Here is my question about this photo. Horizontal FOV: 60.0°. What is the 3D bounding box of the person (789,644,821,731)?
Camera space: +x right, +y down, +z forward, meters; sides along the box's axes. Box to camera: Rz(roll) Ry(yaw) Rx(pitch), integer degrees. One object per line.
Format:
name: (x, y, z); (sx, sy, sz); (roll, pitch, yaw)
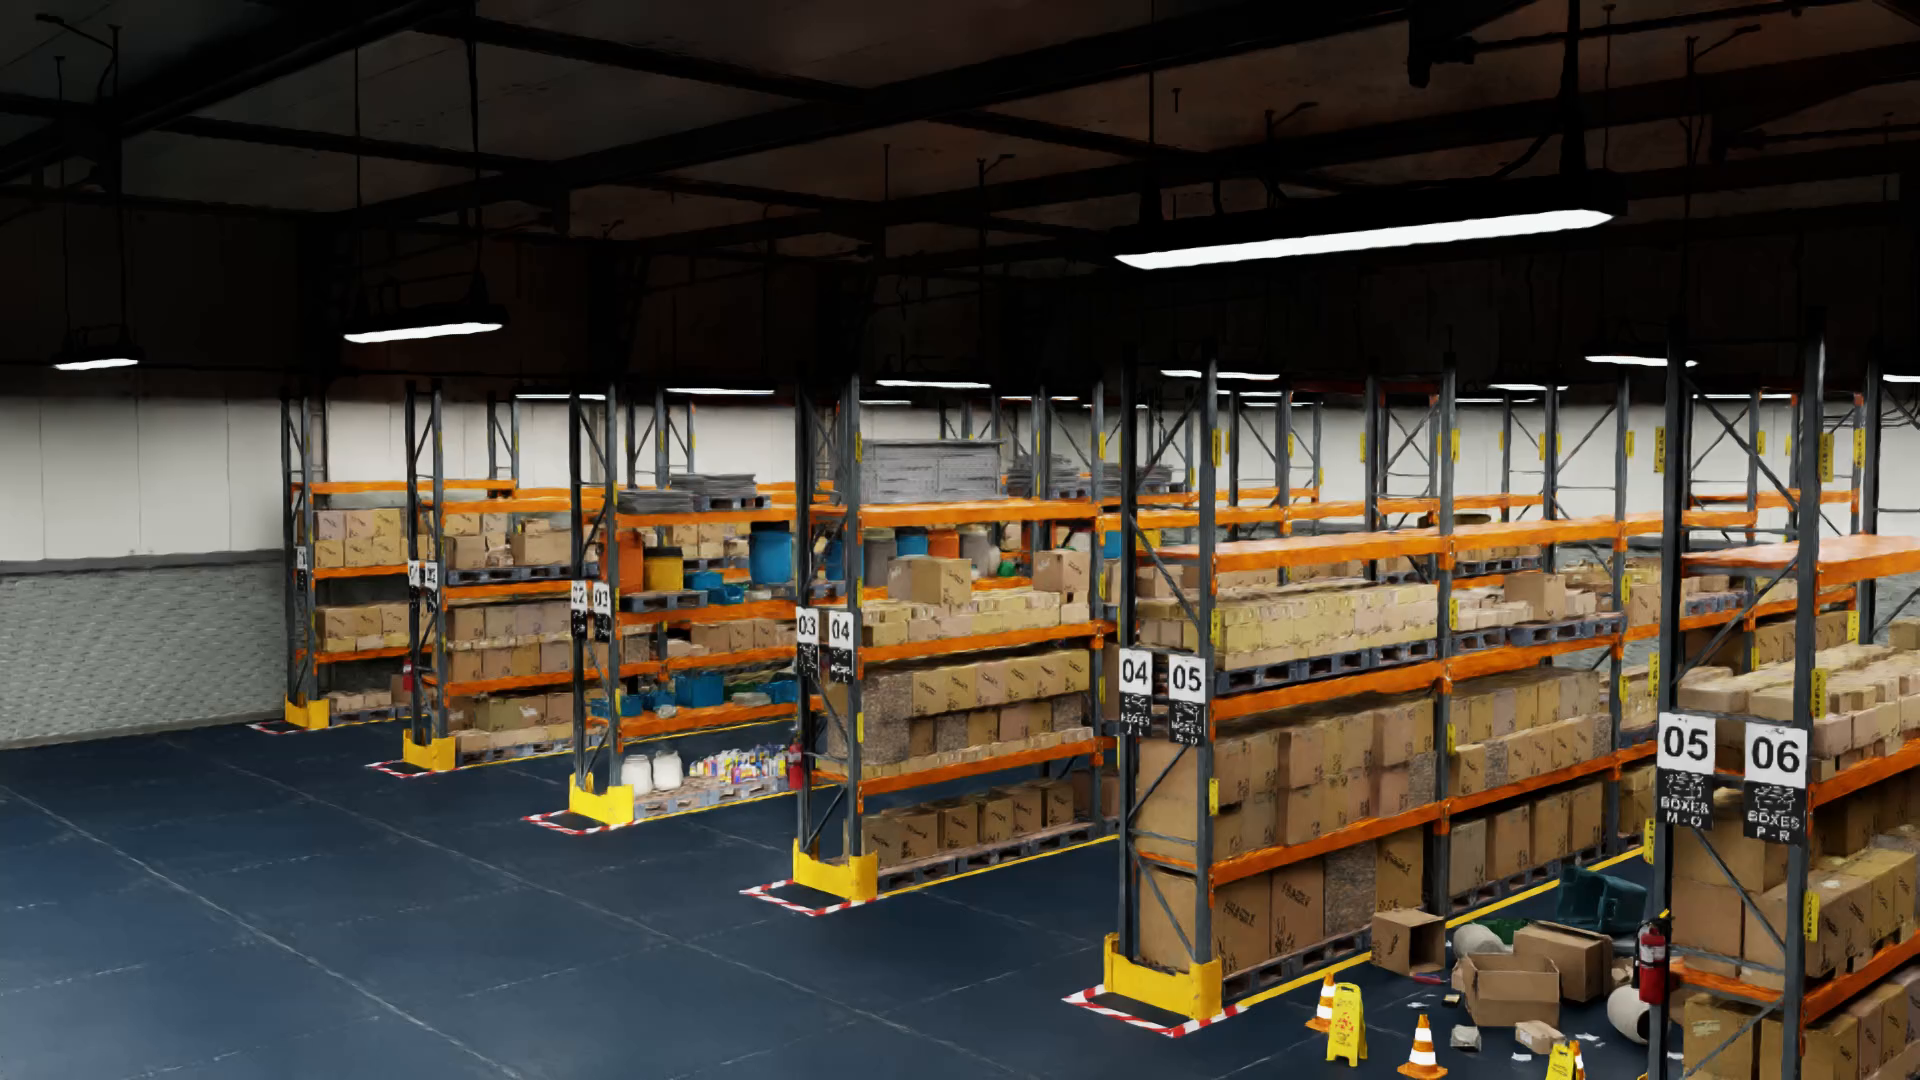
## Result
person: (-2.744, 2.529, 29.041); (0.411, 1.534, 0.956); (3, 5, 37)
